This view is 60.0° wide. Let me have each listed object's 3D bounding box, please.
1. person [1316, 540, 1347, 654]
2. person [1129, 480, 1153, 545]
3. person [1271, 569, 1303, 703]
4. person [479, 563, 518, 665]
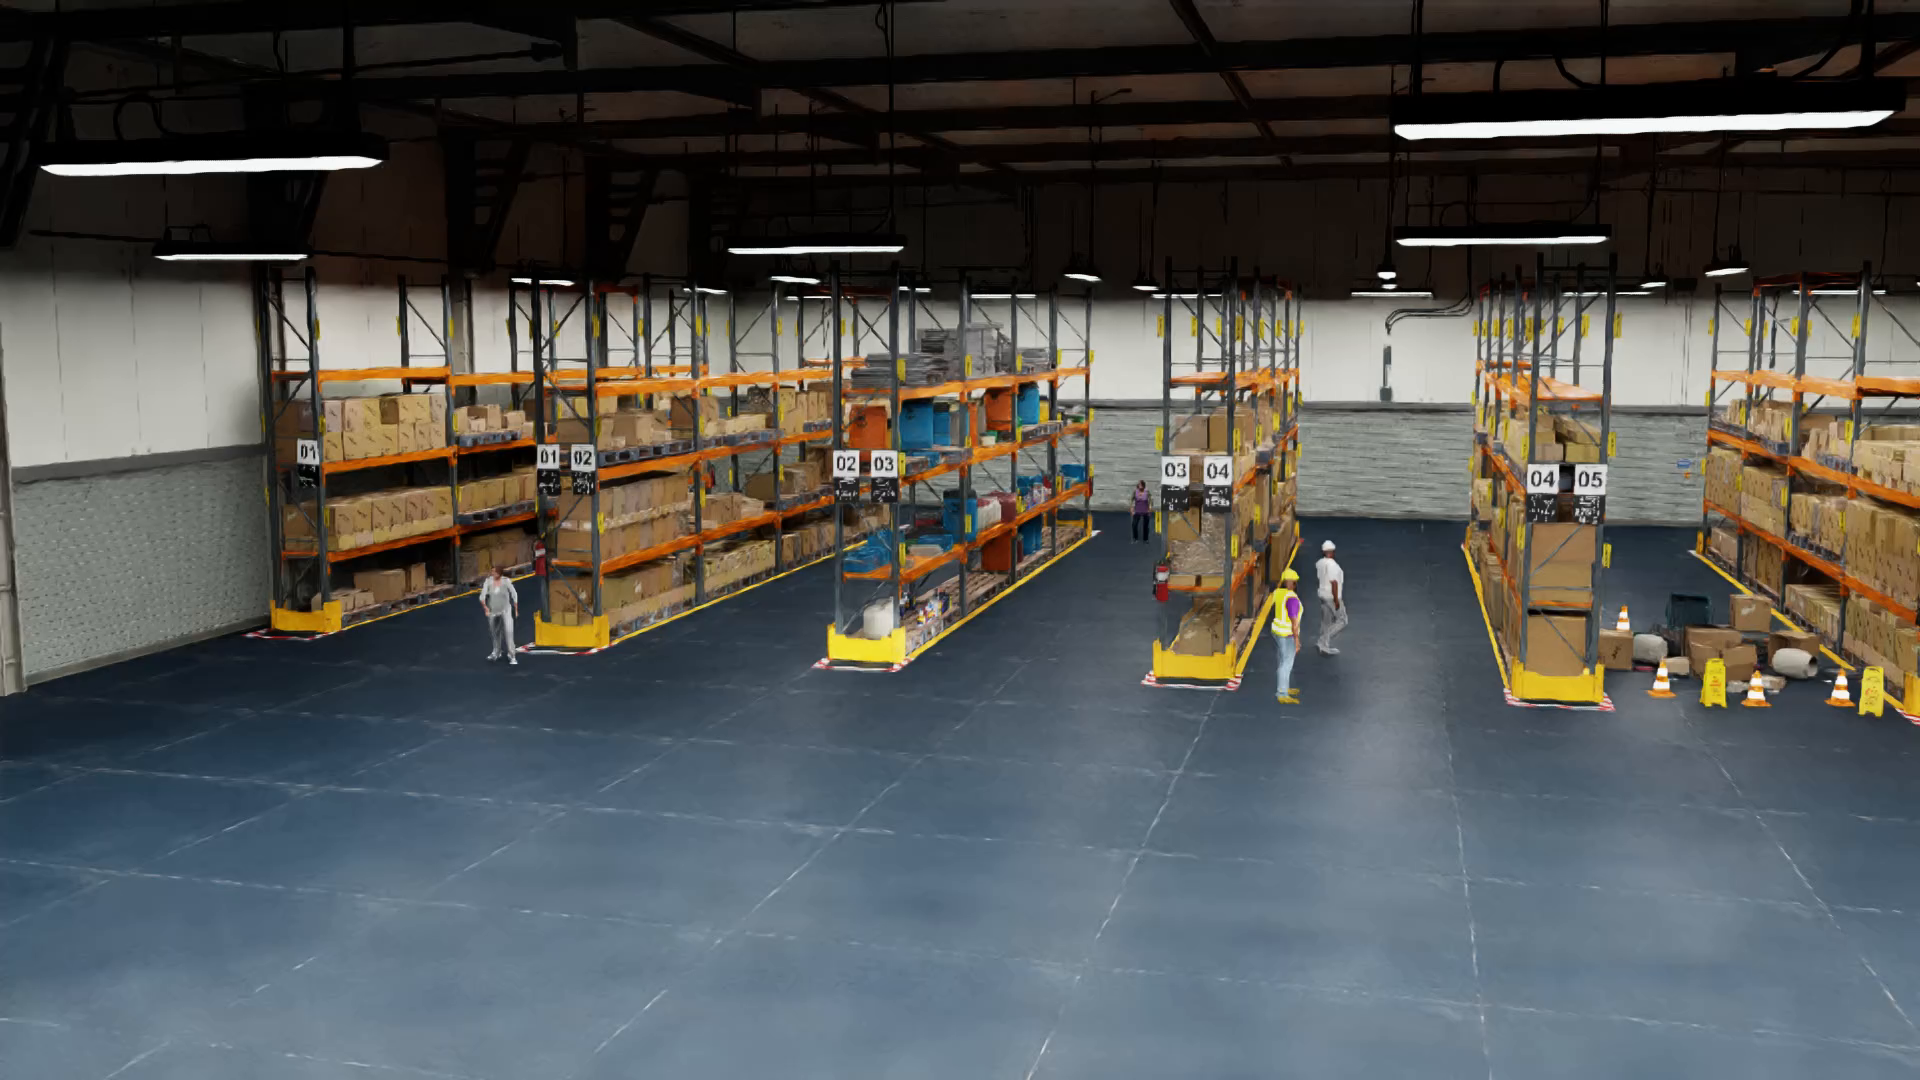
[{"bbox_3d":[5.679,0.887,25.586,0.456,1.763,0.610,-2,7,-13],"label":"person"},{"bbox_3d":[4.204,-0.644,38.572,0.566,1.541,0.519,2,7,12],"label":"person"},{"bbox_3d":[4.458,1.269,22.429,0.464,1.772,0.645,-2,7,-12],"label":"person"},{"bbox_3d":[-6.881,1.079,24.919,0.562,1.528,0.778,-1,7,-4],"label":"person"}]
